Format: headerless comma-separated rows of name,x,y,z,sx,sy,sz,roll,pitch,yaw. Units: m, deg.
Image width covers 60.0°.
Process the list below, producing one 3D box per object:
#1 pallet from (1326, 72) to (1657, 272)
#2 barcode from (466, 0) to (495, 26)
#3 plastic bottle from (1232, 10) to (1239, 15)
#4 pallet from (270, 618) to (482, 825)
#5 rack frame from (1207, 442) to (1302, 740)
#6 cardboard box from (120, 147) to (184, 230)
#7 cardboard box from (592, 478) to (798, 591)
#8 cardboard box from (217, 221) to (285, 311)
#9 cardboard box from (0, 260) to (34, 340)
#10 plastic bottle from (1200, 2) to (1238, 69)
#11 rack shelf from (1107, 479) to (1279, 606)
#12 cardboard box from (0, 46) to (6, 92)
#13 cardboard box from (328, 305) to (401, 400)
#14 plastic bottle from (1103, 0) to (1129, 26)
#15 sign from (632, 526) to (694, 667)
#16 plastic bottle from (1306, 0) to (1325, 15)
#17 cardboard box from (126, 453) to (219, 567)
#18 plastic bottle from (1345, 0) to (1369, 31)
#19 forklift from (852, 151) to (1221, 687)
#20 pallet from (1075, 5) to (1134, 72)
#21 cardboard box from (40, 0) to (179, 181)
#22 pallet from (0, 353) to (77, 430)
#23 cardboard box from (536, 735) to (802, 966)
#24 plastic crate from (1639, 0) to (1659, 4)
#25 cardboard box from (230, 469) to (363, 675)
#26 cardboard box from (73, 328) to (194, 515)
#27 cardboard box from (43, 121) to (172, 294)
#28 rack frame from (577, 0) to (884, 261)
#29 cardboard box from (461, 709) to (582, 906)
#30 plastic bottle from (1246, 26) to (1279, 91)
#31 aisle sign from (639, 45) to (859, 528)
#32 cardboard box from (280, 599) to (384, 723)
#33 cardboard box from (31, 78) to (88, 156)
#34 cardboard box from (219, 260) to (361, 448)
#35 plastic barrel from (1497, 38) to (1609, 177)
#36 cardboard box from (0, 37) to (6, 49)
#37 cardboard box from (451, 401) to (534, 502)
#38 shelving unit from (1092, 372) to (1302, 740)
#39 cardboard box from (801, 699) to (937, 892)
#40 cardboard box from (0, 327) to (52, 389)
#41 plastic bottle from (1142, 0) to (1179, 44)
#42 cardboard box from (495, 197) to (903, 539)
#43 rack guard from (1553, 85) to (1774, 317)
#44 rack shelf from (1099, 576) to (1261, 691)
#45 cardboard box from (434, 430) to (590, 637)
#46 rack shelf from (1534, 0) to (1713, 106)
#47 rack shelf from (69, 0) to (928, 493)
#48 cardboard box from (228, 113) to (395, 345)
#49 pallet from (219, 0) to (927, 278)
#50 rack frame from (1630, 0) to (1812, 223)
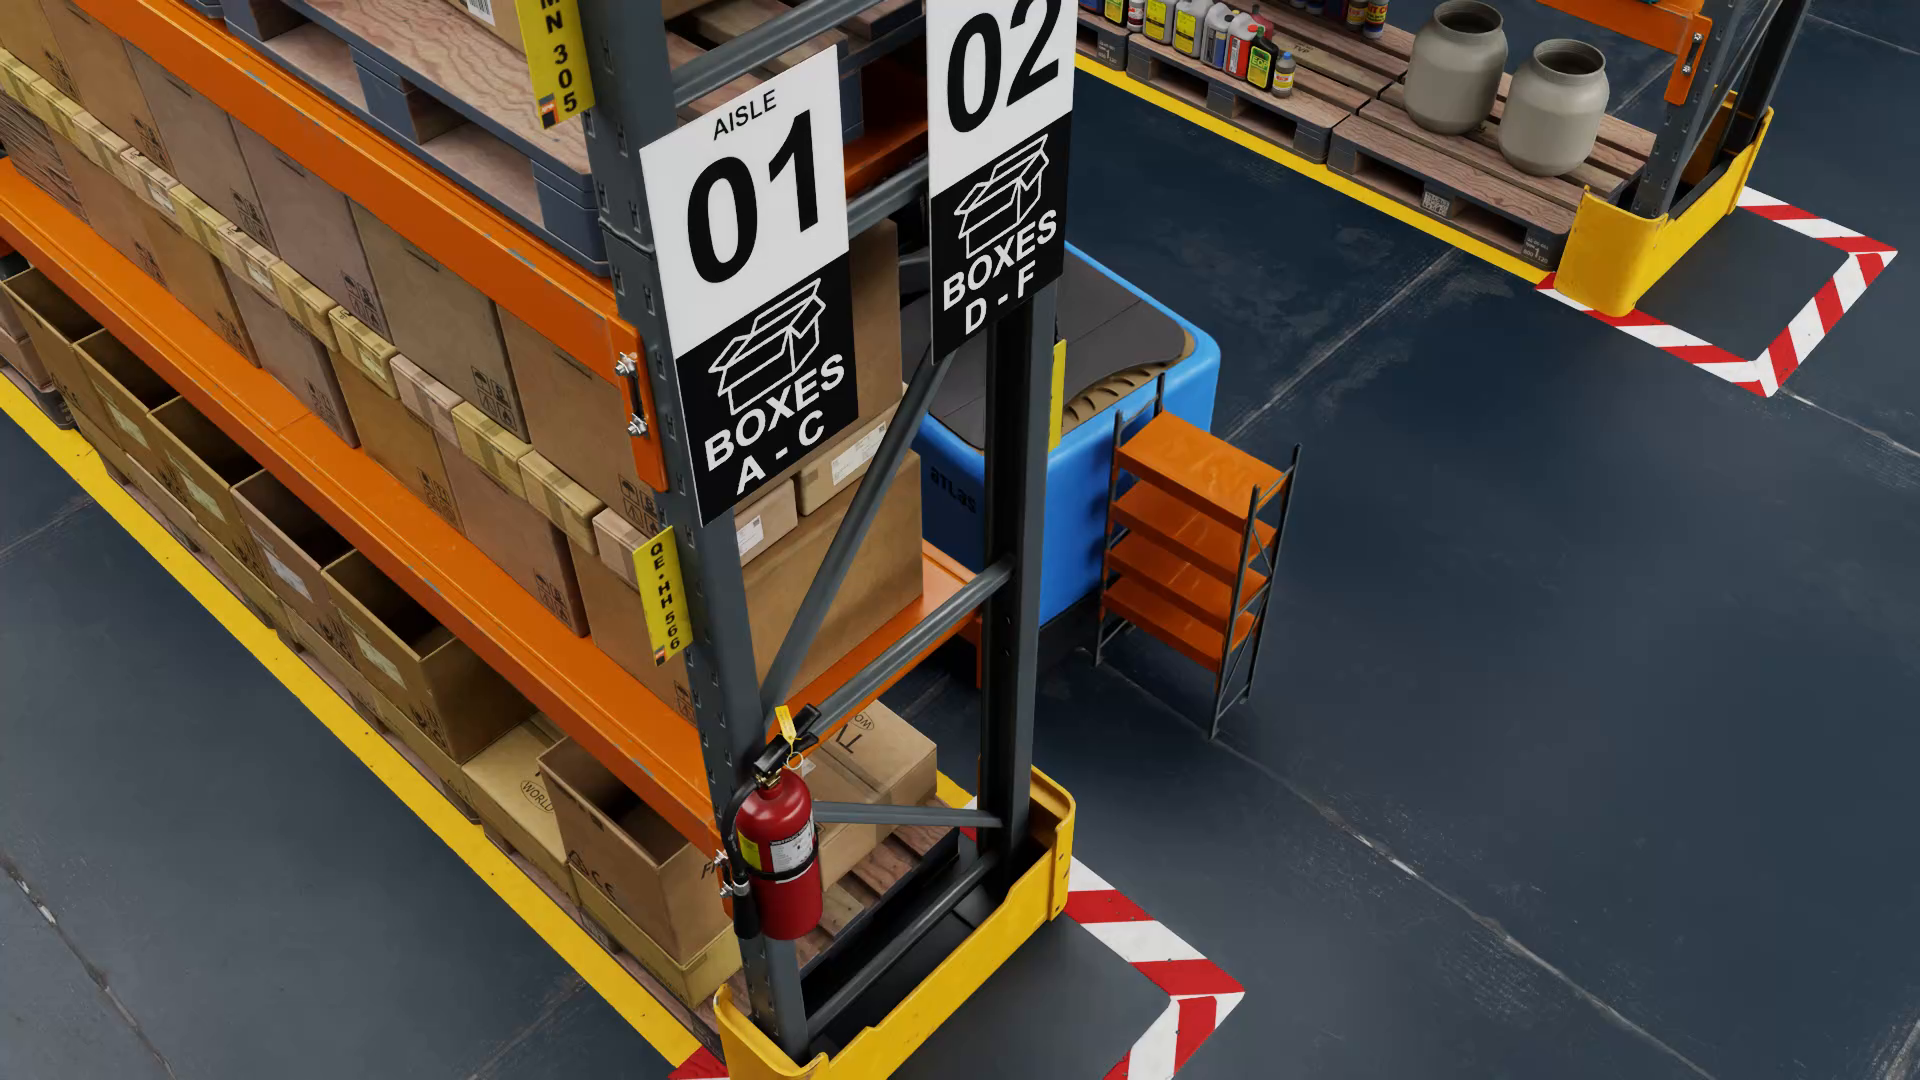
pallet,2.504,-1.812,7.806,1.213,0.211,1.003,34,55,28
barcode,-0.726,-0.814,2.501,0.075,0.075,0.001,34,55,28
plastic bottle,1.341,-2.499,8.157,0.097,0.201,0.097,0,47,0
pallet,-1.659,0.298,5.825,1.213,0.211,1.003,34,55,28
rack frame,0.919,0.194,5.244,0.015,1.200,0.240,32,54,26
cardboard box,-2.100,-1.060,4.674,0.250,0.149,0.380,32,55,27
cardboard box,-0.587,-0.041,3.717,0.250,0.149,0.380,33,55,27
cardboard box,-1.728,-0.807,4.436,0.250,0.149,0.380,33,55,27
cardboard box,-3.608,-1.117,6.454,0.500,0.311,0.500,34,55,28
plastic bottle,1.270,-2.449,8.058,0.135,0.276,0.152,32,55,27
rack shelf,0.733,-0.027,5.238,0.480,0.148,0.258,32,54,26
cardboard box,-2.865,-1.571,5.154,0.250,0.149,0.380,35,56,28
cardboard box,-1.345,-0.551,4.196,0.250,0.149,0.380,36,56,29
plastic bottle,0.790,-2.729,8.317,0.061,0.283,0.133,-36,56,-29
sign,-0.555,0.109,3.134,0.005,0.325,0.100,34,55,28
plastic bottle,1.813,-2.799,8.390,0.097,0.271,0.097,0,47,0
cardboard box,-2.617,-0.236,6.012,0.500,0.250,0.500,34,55,28
plastic bottle,1.988,-2.657,8.305,0.097,0.201,0.097,0,47,0
forklift,-0.485,-1.476,5.626,1.130,2.935,3.031,-33,55,-27
pallet,0.711,-3.018,8.939,1.213,0.211,1.003,34,55,28
cardboard box,-2.046,-1.441,4.587,0.500,0.500,0.700,34,55,28
pallet,-3.684,-1.064,7.105,1.213,0.211,1.003,34,55,28
cardboard box,-0.773,0.737,4.584,0.500,0.500,0.500,34,55,28
plastic crate,2.615,-2.386,6.534,0.616,0.251,0.499,34,55,28
cardboard box,-1.884,0.003,5.273,0.500,0.500,0.500,34,55,28
cardboard box,-2.615,-0.495,5.741,0.500,0.500,0.500,34,55,28
cardboard box,-2.394,-1.236,5.285,0.500,0.500,0.700,33,55,27
rack frame,-0.177,-1.751,1.722,0.127,3.000,1.000,34,55,28
cardboard box,-1.147,0.752,5.084,0.500,0.250,0.500,34,55,28
plastic bottle,1.440,-2.291,7.905,0.133,0.283,0.061,35,56,28
aisle sign,-0.328,-0.398,2.783,0.004,0.787,0.394,34,55,28
cardboard box,-1.882,0.258,5.549,0.500,0.250,0.500,34,55,28
cardboard box,-2.481,-1.315,4.914,0.250,0.149,0.380,33,55,27
cardboard box,-1.651,-0.734,4.813,0.500,0.500,0.700,36,56,29
plastic barrel,2.650,-1.926,7.419,0.421,0.512,0.421,0,47,0
cardboard box,-2.786,-1.938,5.053,0.500,0.500,0.700,34,56,28
cardboard box,-0.968,-0.296,3.957,0.250,0.149,0.380,33,55,27
shelving unit,0.733,0.080,5.352,0.503,1.200,0.258,32,54,26
cardboard box,-0.420,0.715,5.119,0.500,0.250,0.500,34,55,28
cardboard box,-3.617,-0.928,6.662,0.500,0.250,0.500,33,55,27
plastic bottle,1.009,-2.646,8.192,0.185,0.351,0.144,34,55,27
cardboard box,-0.550,-0.440,3.647,0.500,0.500,0.700,34,55,28
rack guard,3.098,-1.506,7.321,0.348,0.500,1.175,34,55,28
rack shelf,0.733,0.262,5.546,0.480,0.148,0.258,32,54,26
cardboard box,-0.900,-0.227,4.337,0.500,0.500,0.700,35,56,29
rack shelf,1.716,-3.092,7.589,4.000,0.370,1.077,34,55,28
rack shelf,-1.646,-1.467,4.006,4.000,0.370,1.077,34,55,28
cardboard box,-1.311,-0.946,4.122,0.500,0.500,0.700,34,56,28
pallet,-0.679,-1.058,3.189,1.213,0.211,1.003,34,55,28
rack frame,3.186,-2.349,6.398,0.127,3.000,1.000,34,55,28
